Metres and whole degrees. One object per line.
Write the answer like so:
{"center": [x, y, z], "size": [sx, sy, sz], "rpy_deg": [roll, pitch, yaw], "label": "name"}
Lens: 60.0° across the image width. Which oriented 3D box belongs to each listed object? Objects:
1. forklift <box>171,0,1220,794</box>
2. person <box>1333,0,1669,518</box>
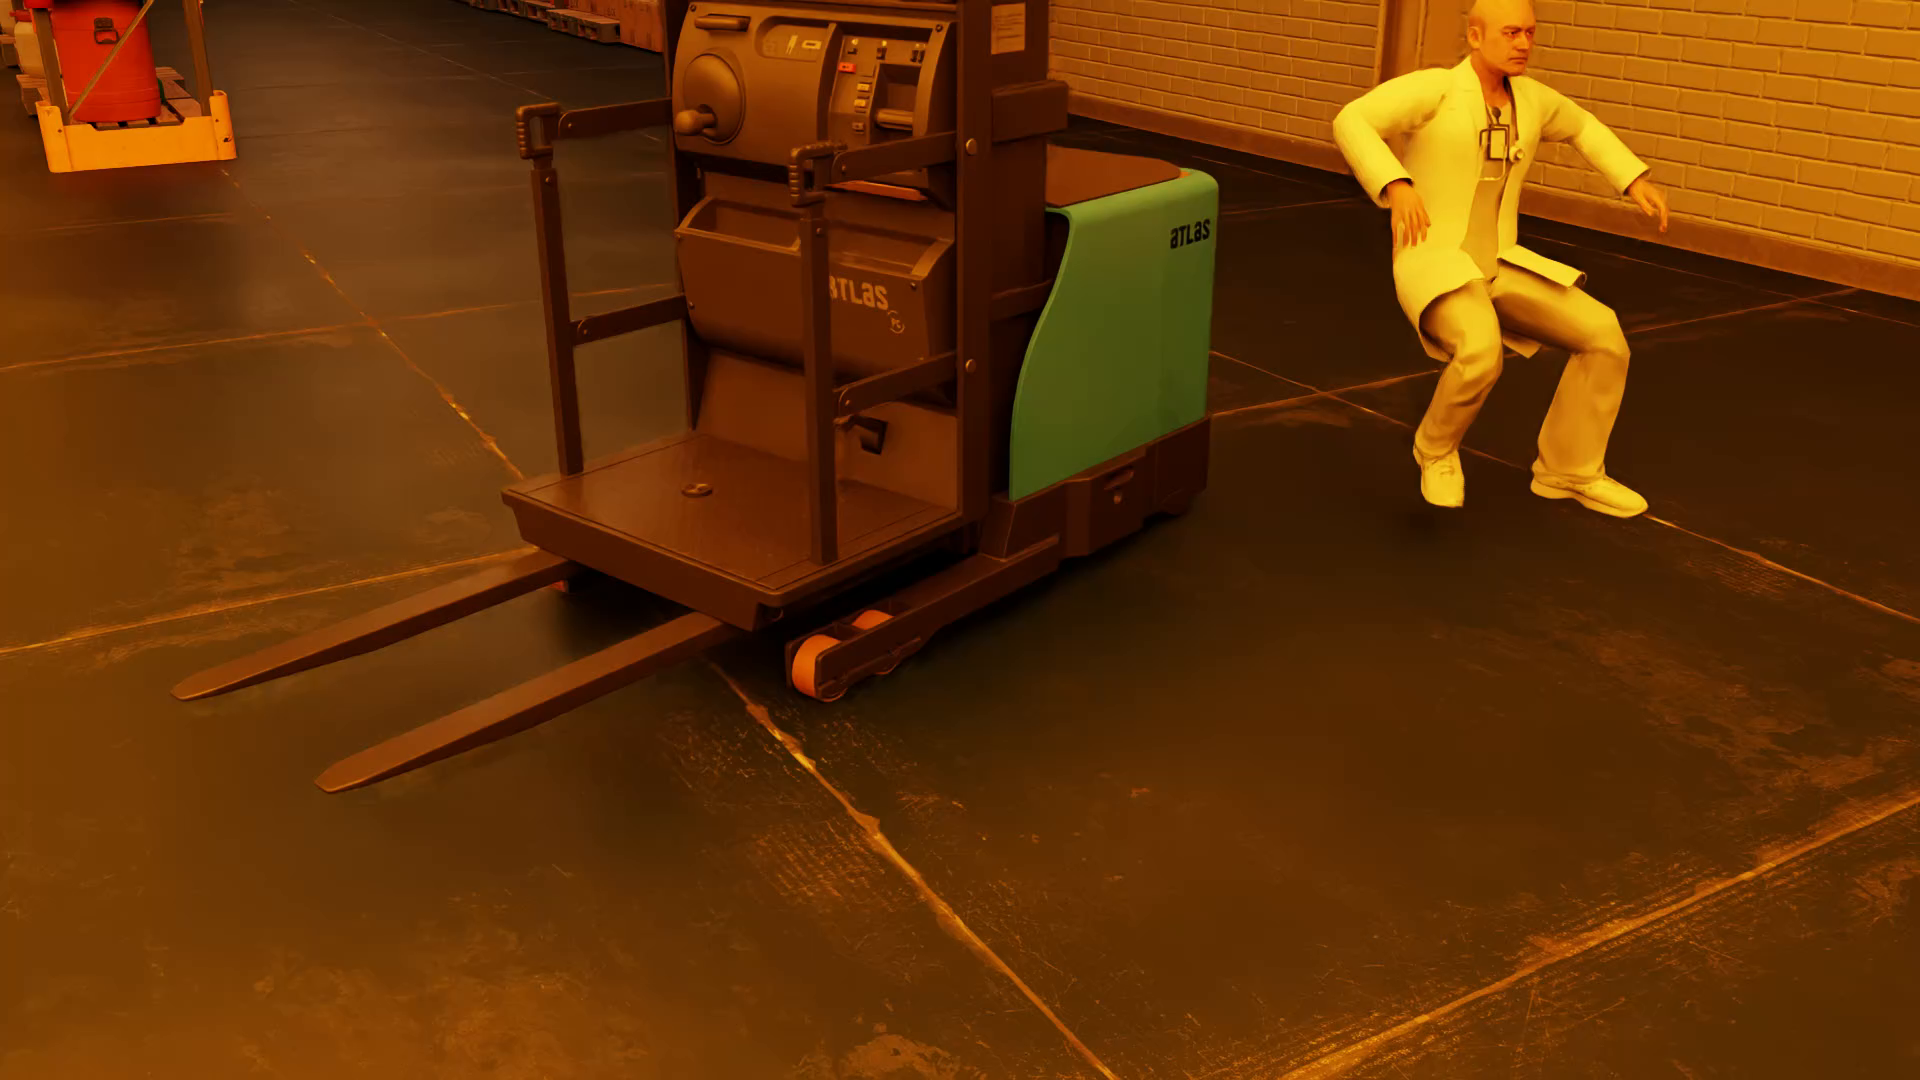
{"center": [-0.536, -1.167, 4.117], "size": [1.130, 2.935, 3.031], "rpy_deg": [18, 28, 37], "label": "forklift"}
{"center": [1.665, -0.851, 5.013], "size": [1.092, 1.522, 0.720], "rpy_deg": [-8, 24, -18], "label": "person"}
